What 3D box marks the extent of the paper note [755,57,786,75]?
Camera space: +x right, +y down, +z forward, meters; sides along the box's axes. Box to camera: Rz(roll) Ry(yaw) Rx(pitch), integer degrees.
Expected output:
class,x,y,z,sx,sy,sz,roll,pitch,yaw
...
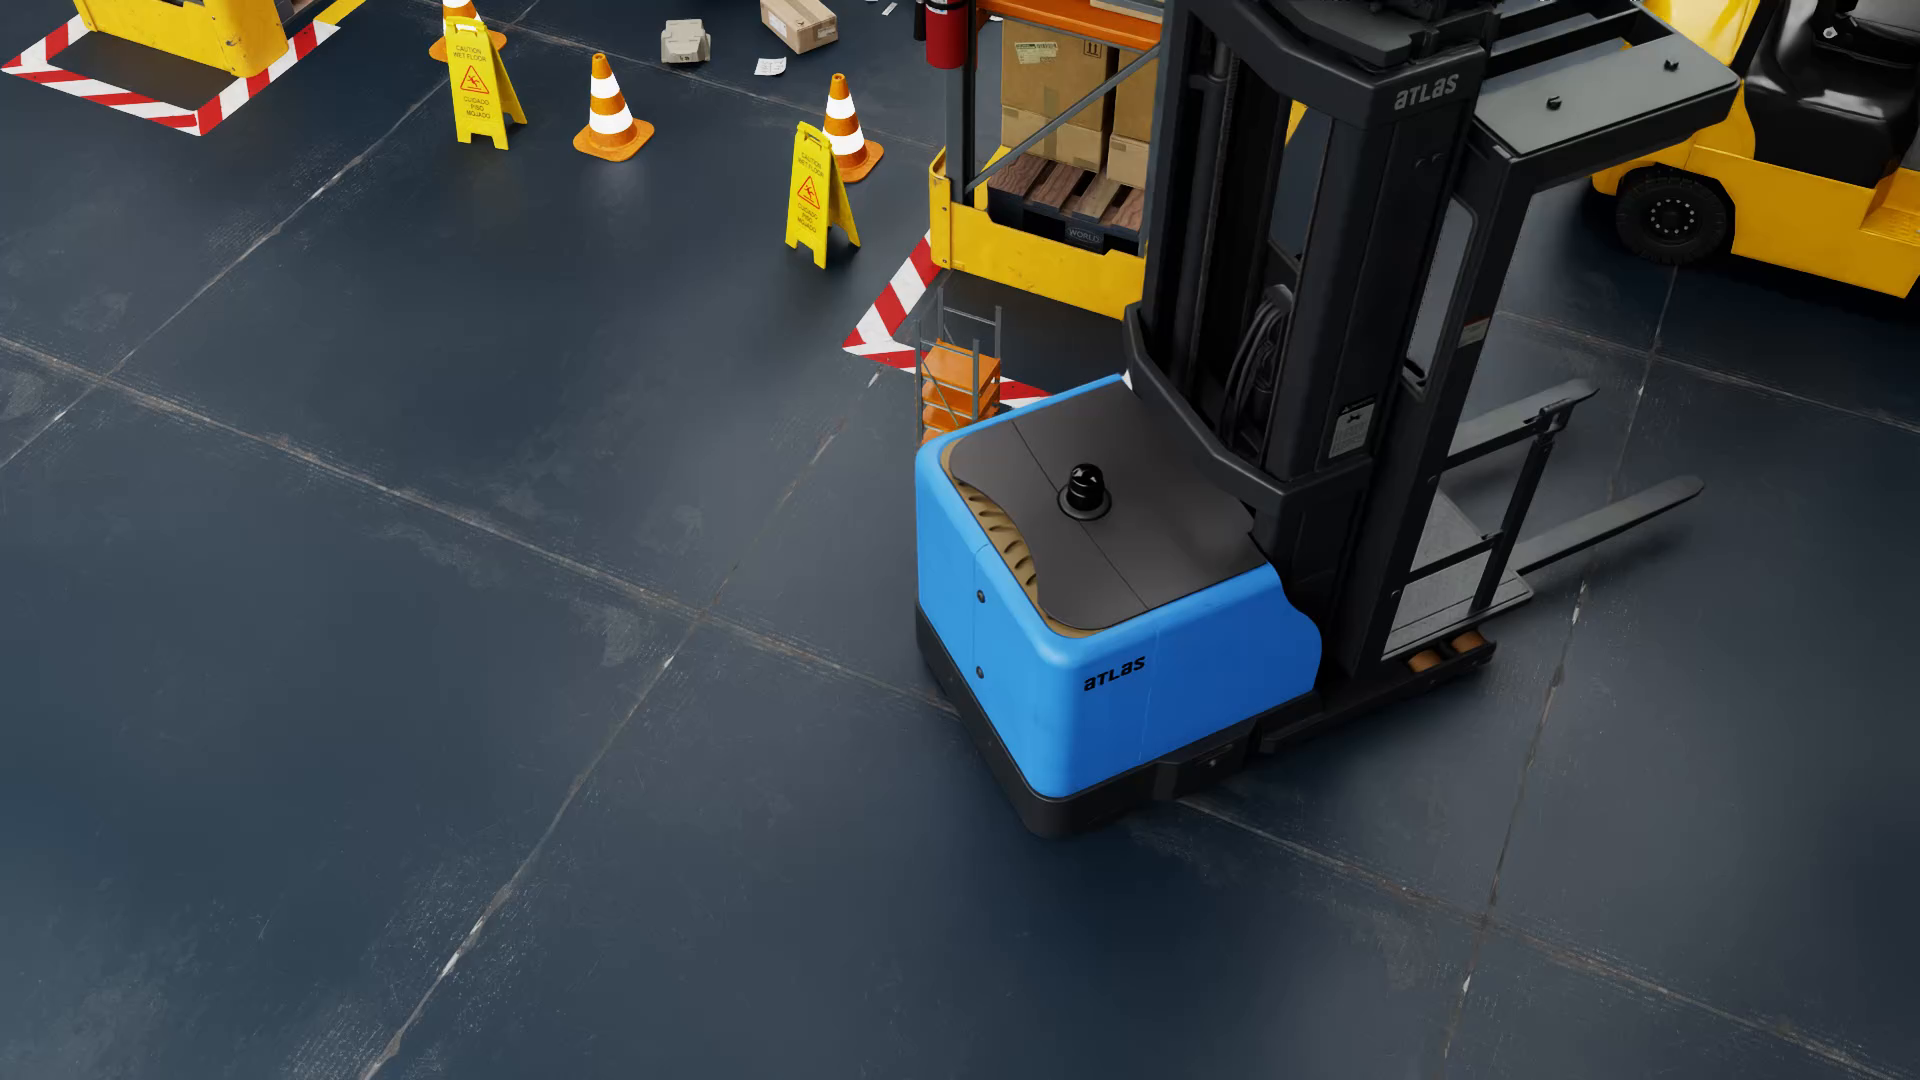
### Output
class,x,y,z,sx,sy,sz,roll,pitch,yaw
paper note,-0.983,-2.465,8.643,0.148,0.019,0.142,4,50,3

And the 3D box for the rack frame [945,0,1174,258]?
class,x,y,z,sx,sy,sz,roll,pitch,yaw
rack frame,0.413,-2.129,6.407,1.000,3.000,0.127,20,52,16

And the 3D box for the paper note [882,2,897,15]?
class,x,y,z,sx,sy,sz,roll,pitch,yaw
paper note,-0.380,-2.877,9.007,0.032,0.001,0.123,20,52,16

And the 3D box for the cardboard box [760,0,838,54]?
class,x,y,z,sx,sy,sz,roll,pitch,yaw
cardboard box,-0.854,-2.764,8.820,0.250,0.149,0.380,-28,55,-22

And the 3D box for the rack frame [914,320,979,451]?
class,x,y,z,sx,sy,sz,roll,pitch,yaw
rack frame,-0.045,-0.316,6.046,0.240,1.200,0.006,20,52,16

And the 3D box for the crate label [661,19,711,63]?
class,x,y,z,sx,sy,sz,roll,pitch,yaw
crate label,-1.439,-2.606,8.692,0.250,0.136,0.298,-4,50,-3

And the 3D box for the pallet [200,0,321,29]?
class,x,y,z,sx,sy,sz,roll,pitch,yaw
pallet,-3.835,-3.342,9.271,1.003,0.211,1.213,20,52,16

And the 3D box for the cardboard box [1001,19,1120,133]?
class,x,y,z,sx,sy,sz,roll,pitch,yaw
cardboard box,0.519,-2.253,7.550,0.500,0.500,0.500,20,53,16

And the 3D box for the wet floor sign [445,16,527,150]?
class,x,y,z,sx,sy,sz,roll,pitch,yaw
wet floor sign,-2.328,-2.243,8.050,0.267,0.644,0.232,12,51,10

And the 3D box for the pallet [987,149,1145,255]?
class,x,y,z,sx,sy,sz,roll,pitch,yaw
pallet,0.824,-1.826,7.980,1.003,0.211,1.213,20,52,16

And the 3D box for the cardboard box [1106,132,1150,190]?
class,x,y,z,sx,sy,sz,roll,pitch,yaw
cardboard box,1.007,-1.839,7.690,0.500,0.250,0.500,19,52,16

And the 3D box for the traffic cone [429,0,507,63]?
class,x,y,z,sx,sy,sz,roll,pitch,yaw
traffic cone,-2.595,-2.751,8.603,0.336,0.463,0.334,20,52,16

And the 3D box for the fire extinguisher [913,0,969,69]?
class,x,y,z,sx,sy,sz,roll,pitch,yaw
fire extinguisher,-0.053,-2.175,6.497,0.296,0.674,0.183,20,52,16

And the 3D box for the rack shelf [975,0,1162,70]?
class,x,y,z,sx,sy,sz,roll,pitch,yaw
rack shelf,1.267,-3.273,7.853,1.077,0.370,4.000,20,52,16

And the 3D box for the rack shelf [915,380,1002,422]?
class,x,y,z,sx,sy,sz,roll,pitch,yaw
rack shelf,-0.006,-0.506,5.951,0.258,0.103,0.180,20,52,16

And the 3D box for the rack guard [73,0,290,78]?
class,x,y,z,sx,sy,sz,roll,pitch,yaw
rack guard,-4.116,-2.843,8.656,1.175,0.500,0.348,20,52,16

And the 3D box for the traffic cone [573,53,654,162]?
class,x,y,z,sx,sy,sz,roll,pitch,yaw
traffic cone,-1.719,-2.150,8.090,0.336,0.463,0.334,20,52,16

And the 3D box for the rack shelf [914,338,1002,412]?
class,x,y,z,sx,sy,sz,roll,pitch,yaw
rack shelf,-0.006,-0.583,5.859,0.258,0.103,0.180,20,52,16

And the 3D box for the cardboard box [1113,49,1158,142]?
class,x,y,z,sx,sy,sz,roll,pitch,yaw
cardboard box,1.017,-2.099,7.419,0.500,0.500,0.500,18,52,15

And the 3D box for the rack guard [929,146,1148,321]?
class,x,y,z,sx,sy,sz,roll,pitch,yaw
rack guard,0.445,-1.371,7.404,1.175,0.500,0.348,20,52,16

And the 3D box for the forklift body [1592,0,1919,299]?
class,x,y,z,sx,sy,sz,roll,pitch,yaw
forklift body,4.063,-2.141,6.974,2.313,2.155,1.214,20,52,16

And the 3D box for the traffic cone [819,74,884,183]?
class,x,y,z,sx,sy,sz,roll,pitch,yaw
traffic cone,-0.570,-2.023,7.982,0.336,0.463,0.334,20,52,16

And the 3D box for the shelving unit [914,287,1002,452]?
class,x,y,z,sx,sy,sz,roll,pitch,yaw
shelving unit,-0.006,-0.379,6.100,0.258,1.200,0.189,20,52,16

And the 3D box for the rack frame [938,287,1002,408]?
class,x,y,z,sx,sy,sz,roll,pitch,yaw
rack frame,0.033,-0.442,6.153,0.240,1.200,0.006,20,52,16

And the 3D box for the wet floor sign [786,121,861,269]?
class,x,y,z,sx,sy,sz,roll,pitch,yaw
wet floor sign,-0.636,-1.583,7.489,0.232,0.644,0.267,-37,59,-27

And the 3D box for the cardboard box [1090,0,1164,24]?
class,x,y,z,sx,sy,sz,roll,pitch,yaw
cardboard box,0.745,-2.214,6.644,0.380,0.149,0.250,20,52,16

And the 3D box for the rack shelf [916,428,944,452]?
class,x,y,z,sx,sy,sz,roll,pitch,yaw
rack shelf,-0.006,-0.350,6.134,0.258,0.103,0.180,20,52,16

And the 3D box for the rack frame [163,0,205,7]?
class,x,y,z,sx,sy,sz,roll,pitch,yaw
rack frame,-4.106,-3.670,7.718,1.000,3.000,0.127,20,52,16

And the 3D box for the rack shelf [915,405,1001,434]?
class,x,y,z,sx,sy,sz,roll,pitch,yaw
rack shelf,-0.006,-0.428,6.042,0.258,0.103,0.180,20,52,16

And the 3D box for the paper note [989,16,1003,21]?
class,x,y,z,sx,sy,sz,roll,pitch,yaw
paper note,0.203,-2.852,8.971,0.142,0.019,0.148,4,50,3

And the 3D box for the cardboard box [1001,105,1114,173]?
class,x,y,z,sx,sy,sz,roll,pitch,yaw
cardboard box,0.525,-2.035,7.857,0.500,0.250,0.500,20,52,16

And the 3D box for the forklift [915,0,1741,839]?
class,x,y,z,sx,sy,sz,roll,pitch,yaw
forklift,1.391,-0.734,5.265,3.031,2.935,1.130,-21,53,-17
